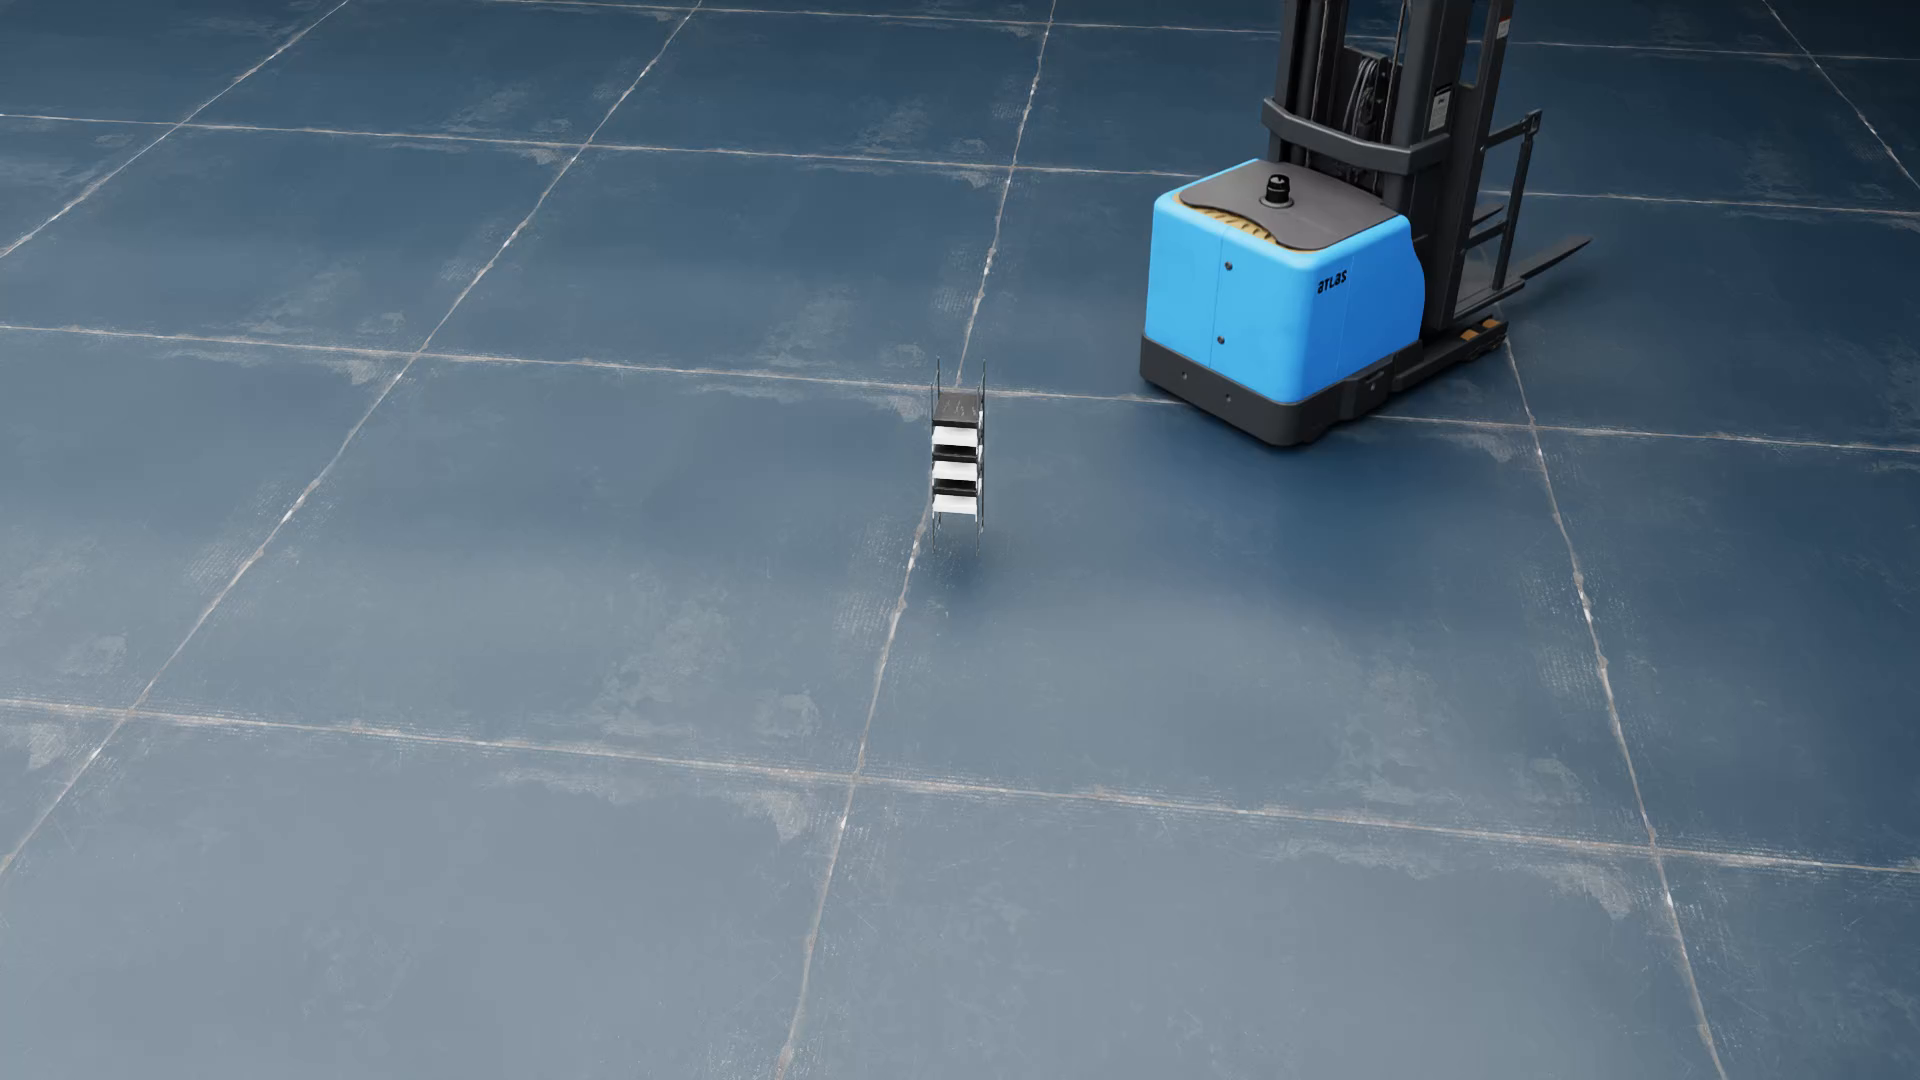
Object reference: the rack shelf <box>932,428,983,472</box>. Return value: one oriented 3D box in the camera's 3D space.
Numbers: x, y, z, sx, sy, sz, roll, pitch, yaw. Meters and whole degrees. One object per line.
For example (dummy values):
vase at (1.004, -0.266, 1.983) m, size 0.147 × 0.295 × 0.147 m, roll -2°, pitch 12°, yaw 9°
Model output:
rack shelf at (-0.008, -0.413, 7.457) m, size 0.200 × 0.077 × 0.258 m, roll 4°, pitch 36°, yaw 6°

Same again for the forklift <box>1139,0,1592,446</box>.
forklift at (2.400, -2.383, 8.566) m, size 3.031 × 2.935 × 1.130 m, roll -27°, pitch 43°, yaw -32°

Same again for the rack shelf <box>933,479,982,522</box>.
rack shelf at (-0.008, -0.193, 7.613) m, size 0.200 × 0.077 × 0.258 m, roll 4°, pitch 36°, yaw 6°

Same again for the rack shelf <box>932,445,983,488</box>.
rack shelf at (-0.008, -0.340, 7.509) m, size 0.200 × 0.077 × 0.258 m, roll 4°, pitch 36°, yaw 6°

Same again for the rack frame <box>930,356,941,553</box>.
rack frame at (-0.109, -0.374, 7.500) m, size 0.006 × 0.900 × 0.240 m, roll 4°, pitch 36°, yaw 6°

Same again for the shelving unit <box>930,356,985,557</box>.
shelving unit at (-0.008, -0.367, 7.489) m, size 0.210 × 0.900 × 0.258 m, roll 4°, pitch 36°, yaw 6°

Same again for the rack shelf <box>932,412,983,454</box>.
rack shelf at (-0.008, -0.486, 7.404) m, size 0.200 × 0.077 × 0.258 m, roll 4°, pitch 36°, yaw 6°

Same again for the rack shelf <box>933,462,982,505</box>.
rack shelf at (-0.008, -0.267, 7.561) m, size 0.200 × 0.077 × 0.258 m, roll 4°, pitch 36°, yaw 6°

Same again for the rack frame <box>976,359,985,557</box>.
rack frame at (0.093, -0.359, 7.479) m, size 0.006 × 0.900 × 0.240 m, roll 4°, pitch 36°, yaw 6°

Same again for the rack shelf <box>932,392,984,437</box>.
rack shelf at (-0.008, -0.560, 7.352) m, size 0.200 × 0.077 × 0.258 m, roll 4°, pitch 36°, yaw 6°
